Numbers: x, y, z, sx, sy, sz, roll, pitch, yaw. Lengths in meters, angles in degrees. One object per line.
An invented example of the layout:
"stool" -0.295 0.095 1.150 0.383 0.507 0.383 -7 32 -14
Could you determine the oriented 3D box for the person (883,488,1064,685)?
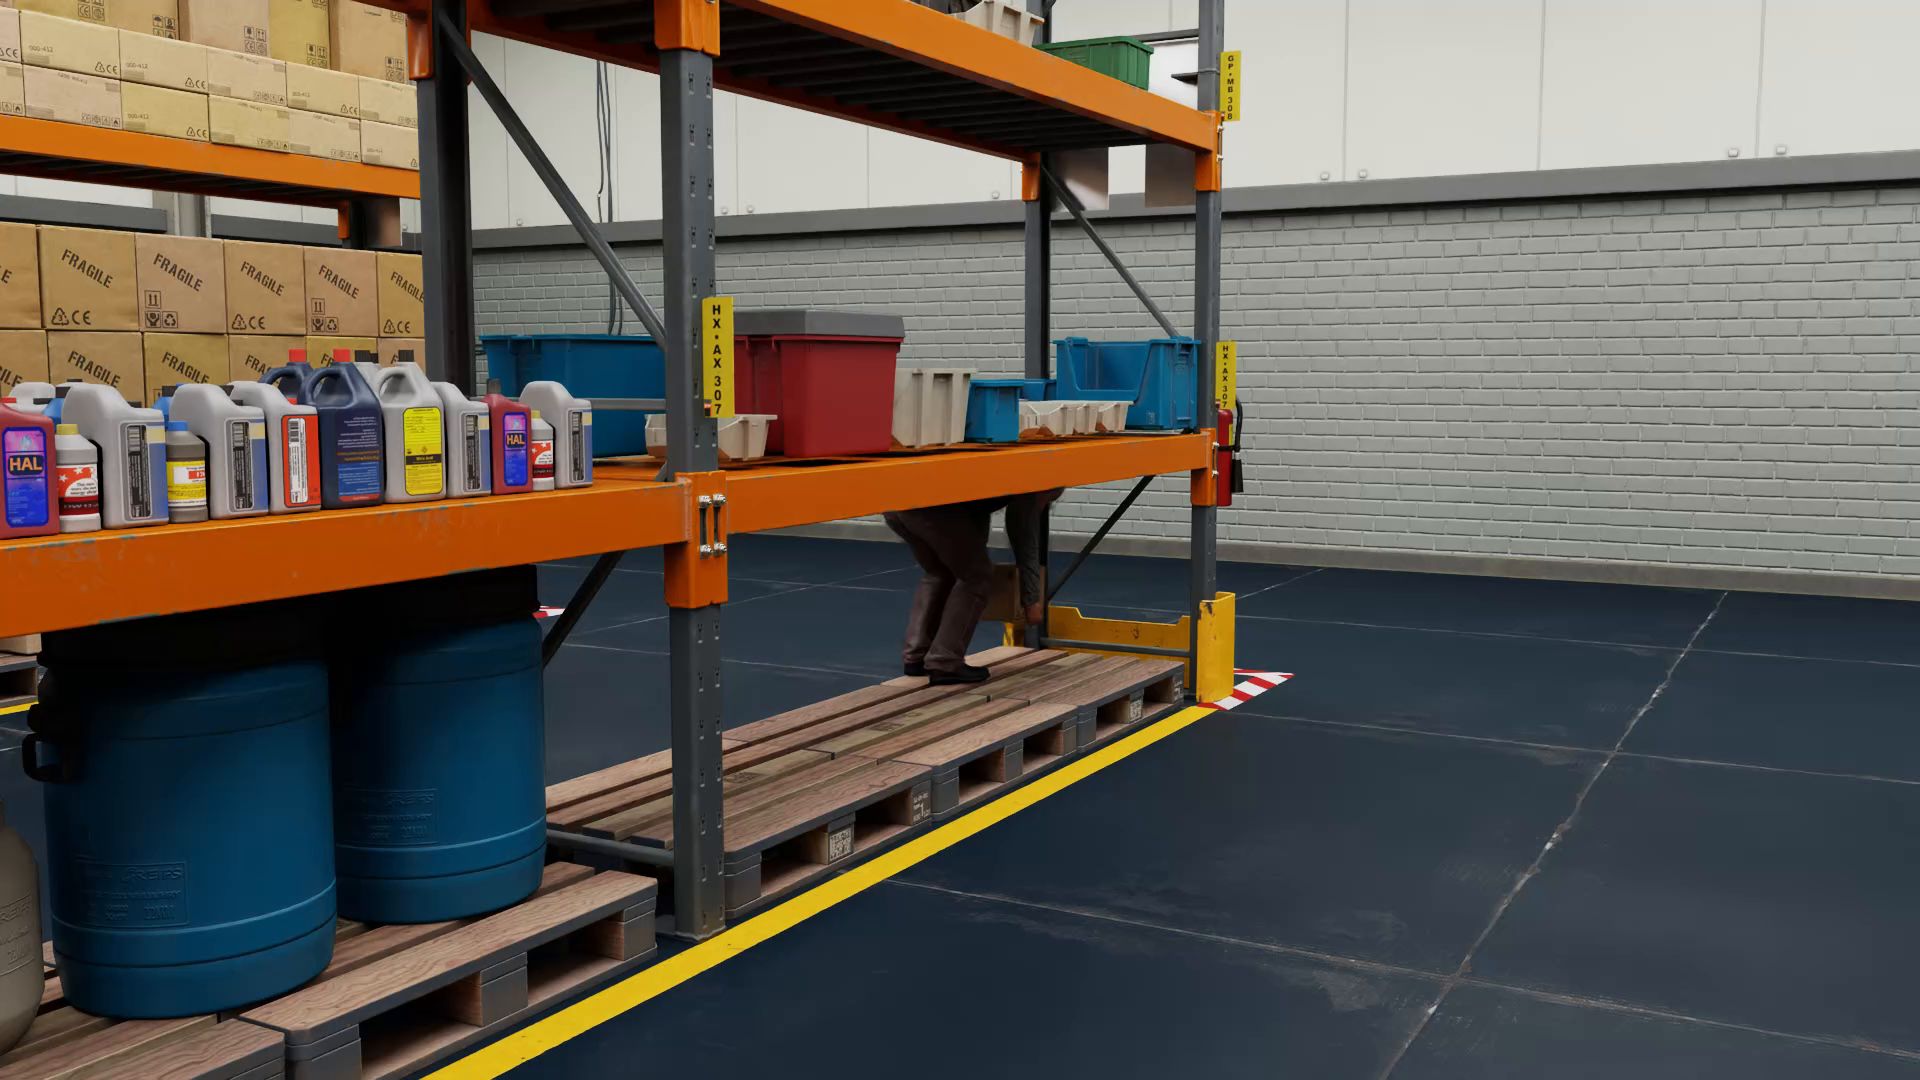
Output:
"person" 0.086 0.074 7.642 0.960 1.097 0.473 -4 7 -31
